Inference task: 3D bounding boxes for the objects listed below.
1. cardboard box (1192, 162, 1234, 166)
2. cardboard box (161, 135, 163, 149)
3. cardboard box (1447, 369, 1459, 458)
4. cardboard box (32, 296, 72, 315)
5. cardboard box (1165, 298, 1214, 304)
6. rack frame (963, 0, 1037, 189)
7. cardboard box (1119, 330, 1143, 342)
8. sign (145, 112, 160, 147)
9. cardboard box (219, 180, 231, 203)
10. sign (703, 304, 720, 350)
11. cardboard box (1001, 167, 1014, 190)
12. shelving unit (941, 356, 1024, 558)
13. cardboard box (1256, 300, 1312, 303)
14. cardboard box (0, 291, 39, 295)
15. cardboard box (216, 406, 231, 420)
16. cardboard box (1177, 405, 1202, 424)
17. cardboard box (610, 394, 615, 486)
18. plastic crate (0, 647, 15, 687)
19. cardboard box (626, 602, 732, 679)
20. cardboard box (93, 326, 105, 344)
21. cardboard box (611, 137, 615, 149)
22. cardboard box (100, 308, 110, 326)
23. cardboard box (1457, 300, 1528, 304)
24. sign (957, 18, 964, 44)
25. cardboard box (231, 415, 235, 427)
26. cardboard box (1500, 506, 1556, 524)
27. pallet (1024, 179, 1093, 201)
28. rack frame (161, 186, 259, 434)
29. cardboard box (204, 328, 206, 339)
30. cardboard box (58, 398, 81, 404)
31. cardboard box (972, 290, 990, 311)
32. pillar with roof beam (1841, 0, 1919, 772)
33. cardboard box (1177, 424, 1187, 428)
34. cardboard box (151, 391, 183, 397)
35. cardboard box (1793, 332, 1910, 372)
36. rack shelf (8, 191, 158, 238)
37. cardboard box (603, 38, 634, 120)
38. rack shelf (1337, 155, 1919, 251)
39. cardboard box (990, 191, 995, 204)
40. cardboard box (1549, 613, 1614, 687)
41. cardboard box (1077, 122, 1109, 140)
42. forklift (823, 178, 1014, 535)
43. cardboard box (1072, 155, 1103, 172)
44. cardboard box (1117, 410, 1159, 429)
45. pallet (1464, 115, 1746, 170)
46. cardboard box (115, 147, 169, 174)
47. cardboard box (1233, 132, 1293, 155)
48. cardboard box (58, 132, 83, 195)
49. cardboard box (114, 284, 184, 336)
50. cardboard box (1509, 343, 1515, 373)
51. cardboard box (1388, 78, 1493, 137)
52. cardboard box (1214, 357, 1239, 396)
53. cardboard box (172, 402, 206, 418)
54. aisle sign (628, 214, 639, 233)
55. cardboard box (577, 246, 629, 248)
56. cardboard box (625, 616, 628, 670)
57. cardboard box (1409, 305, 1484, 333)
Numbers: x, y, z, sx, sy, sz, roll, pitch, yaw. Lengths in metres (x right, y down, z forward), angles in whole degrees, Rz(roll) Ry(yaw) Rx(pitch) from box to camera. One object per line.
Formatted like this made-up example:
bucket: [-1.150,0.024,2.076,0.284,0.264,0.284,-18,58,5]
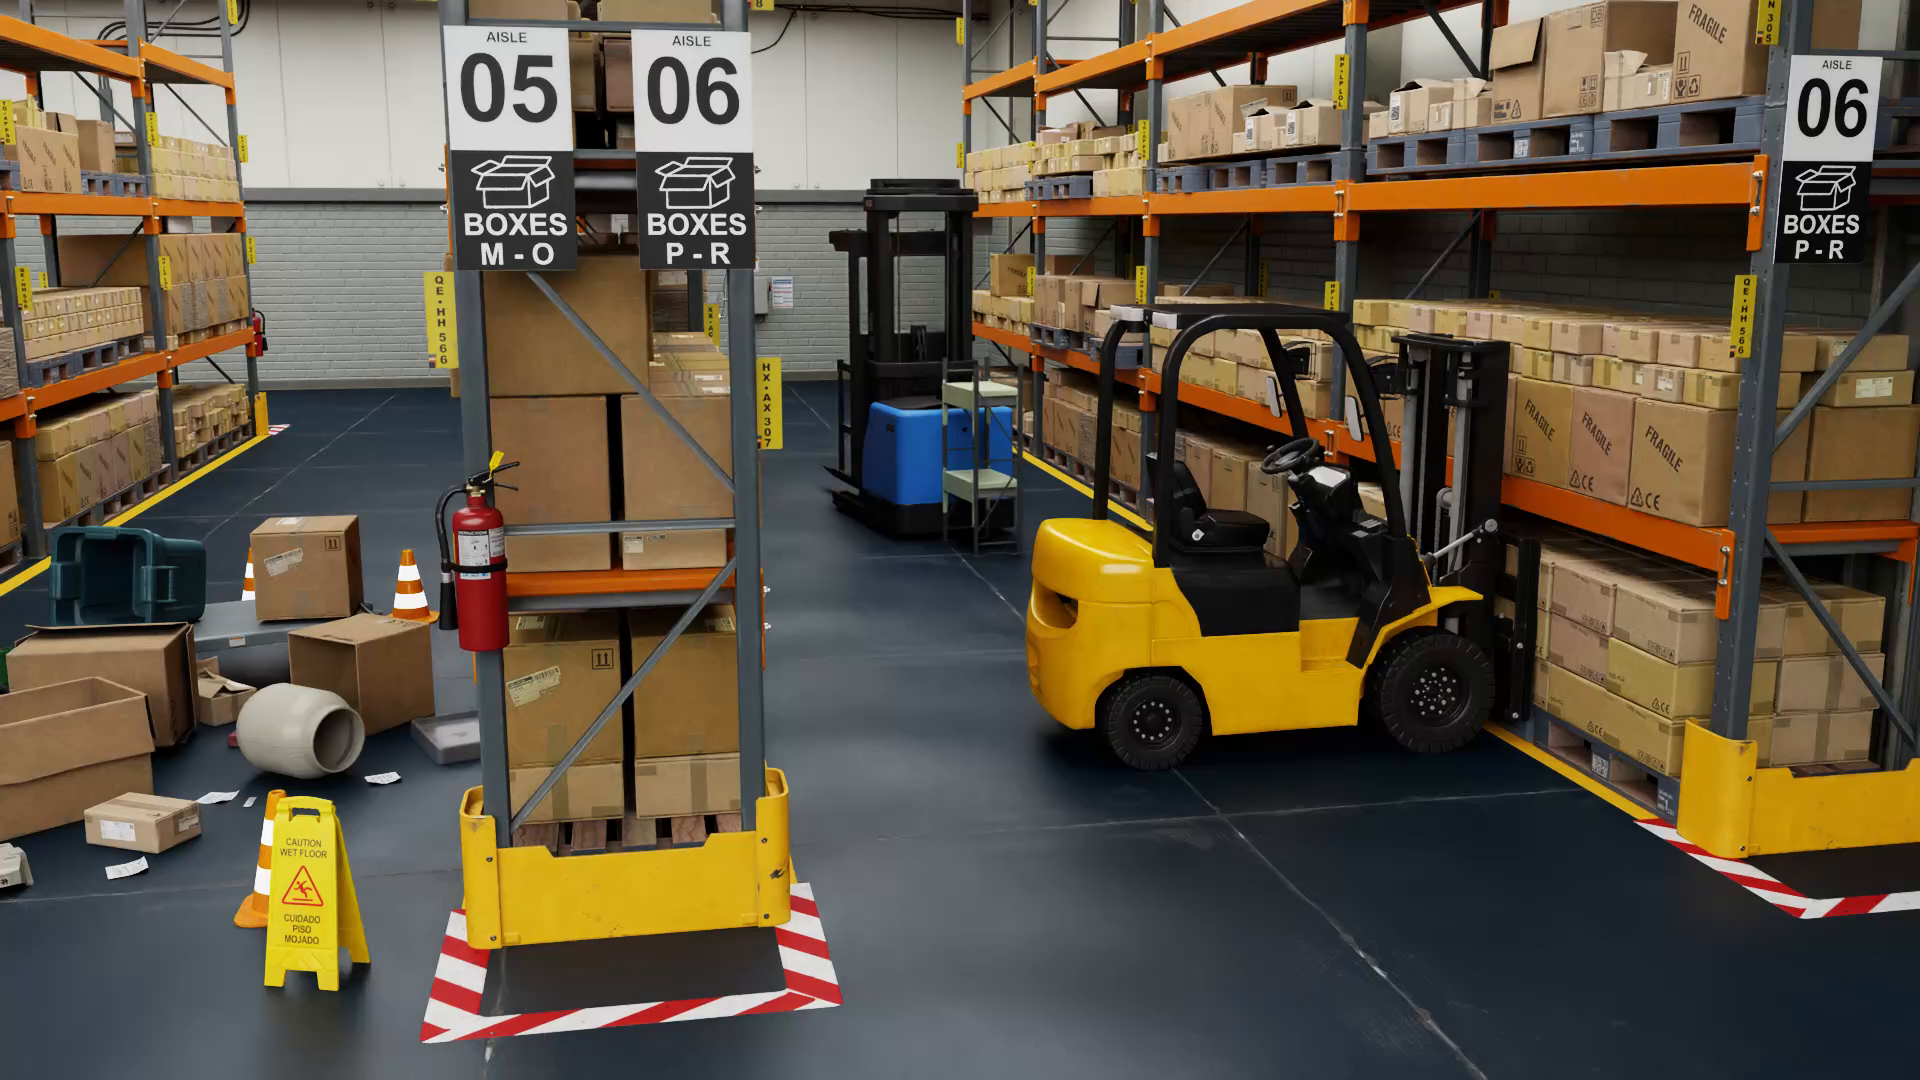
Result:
cardboard box: [2.260,-3.360,14.639,0.380,0.149,0.250,-2,11,-10]
cardboard box: [-8.329,-4.041,16.880,0.380,0.149,0.250,-2,11,-12]
cardboard box: [2.922,-0.725,9.217,0.500,0.500,0.500,-2,11,-12]
cardboard box: [-7.711,-1.968,13.972,0.380,0.149,0.250,-2,11,-8]
cardboard box: [1.923,-1.938,13.854,0.380,0.149,0.250,-2,11,-10]
rack frame: [0.541,-6.103,21.693,1.000,3.000,0.127,-2,11,-11]
cardboard box: [1.592,-1.878,15.089,0.380,0.149,0.250,-2,11,-10]
sign: [-7.842,-3.984,16.148,0.100,0.325,0.005,-2,11,-11]
cardboard box: [-8.709,-4.009,19.114,0.500,0.250,0.500,-2,11,-11]
sign: [-1.463,-1.220,9.768,0.100,0.325,0.005,-2,11,-11]
cardboard box: [0.779,-4.237,19.517,0.500,0.250,0.500,-2,11,-10]
shelving unit: [0.173,-0.676,13.237,0.431,1.500,0.755,-4,11,-19]
cardboard box: [2.626,-1.868,13.485,0.380,0.149,0.250,-2,11,-12]
cardboard box: [-8.606,-2.185,15.109,0.380,0.149,0.250,-2,11,-12]
cardboard box: [-8.565,-1.452,19.007,0.380,0.149,0.250,-2,11,-10]
cardboard box: [2.149,-1.185,15.726,0.380,0.149,0.250,-2,11,-10]
cardboard box: [-1.778,-0.509,7.283,0.500,0.500,0.500,-2,11,-11]
plastic crate: [-5.511,0.762,9.036,0.450,0.188,0.662,-7,8,20]
cardboard box: [-1.212,0.478,7.388,0.500,0.500,0.500,-3,11,-13]
cardboard box: [-7.857,-1.821,14.789,0.380,0.149,0.250,-2,11,-9]
cardboard box: [-1.426,-1.790,7.728,0.380,0.149,0.250,-2,11,-12]
cardboard box: [-7.910,-2.014,15.008,0.380,0.149,0.250,-3,11,-14]
cardboard box: [3.241,-1.374,10.093,0.380,0.149,0.250,-2,11,-13]
sign: [0.008,-6.581,21.494,0.100,0.325,0.005,-2,11,-11]
cardboard box: [-8.740,-1.398,19.519,0.380,0.149,0.250,-2,11,-11]
cardboard box: [3.358,-0.033,9.402,0.500,0.250,0.500,-2,11,-11]
pallet: [1.377,-3.681,17.494,1.213,0.211,1.003,-2,11,-11]
rack frame: [-9.163,-2.776,20.258,1.000,3.000,0.127,-2,11,-11]
cardboard box: [-8.521,-2.270,18.272,0.380,0.149,0.250,-2,11,-9]
cardboard box: [-8.395,-1.146,15.253,0.500,0.250,0.500,-2,11,-9]
cardboard box: [0.365,-3.135,21.751,0.500,0.250,0.500,-2,11,-11]
pillar with roof beam: [0.178,-3.172,6.296,9.100,9.000,0.400,-2,11,-11]
cardboard box: [2.213,-0.845,15.675,0.500,0.500,0.500,-2,11,-11]
cardboard box: [-9.170,-1.626,19.127,0.380,0.149,0.250,-3,11,-14]
cardboard box: [3.797,-0.804,7.103,0.380,0.149,0.250,-2,11,-12]
rack shelf: [-7.996,-2.796,14.264,1.077,0.370,4.000,-2,11,-11]
cardboard box: [-1.052,-1.688,6.125,0.500,0.250,0.500,-2,11,-12]
rack shelf: [3.264,-1.708,8.550,1.077,0.370,4.000,-2,11,-11]
cardboard box: [0.577,-4.154,20.149,0.380,0.149,0.250,-2,11,-11]
cardboard box: [3.164,0.507,7.902,0.500,0.250,0.500,-2,11,-12]
cardboard box: [1.445,-4.324,17.745,0.396,0.266,0.258,-2,11,-12]
forklift: [-0.520,-1.712,14.855,1.130,2.935,3.031,-4,11,-19]
cardboard box: [1.311,-3.677,16.253,0.380,0.149,0.250,-2,11,-10]
cardboard box: [1.669,-1.116,15.363,0.380,0.149,0.250,-3,11,-14]
pallet: [3.300,-2.006,8.428,1.003,0.211,1.213,-2,11,-11]
cardboard box: [-8.244,-3.785,16.600,0.500,0.250,0.500,-2,11,-9]
cardboard box: [2.213,-2.892,12.130,0.380,0.149,0.250,-2,11,-12]
cardboard box: [-7.664,-3.129,13.822,0.500,0.500,0.500,-2,11,-11]
cardboard box: [-8.235,-2.338,16.892,0.500,0.500,0.500,-2,11,-12]
cardboard box: [2.960,-0.970,8.769,0.380,0.149,0.250,-2,11,-12]
cardboard box: [2.797,-2.478,9.521,0.500,0.311,0.500,-2,11,-10]
cardboard box: [2.242,-1.243,12.604,0.500,0.250,0.500,-2,11,-9]
cardboard box: [-8.385,-1.405,17.966,0.380,0.149,0.250,-2,11,-10]
aisle sign: [-4.037,-4.276,21.187,0.394,0.787,0.004,-2,11,-11]
cardboard box: [-1.972,-1.184,8.157,0.700,0.500,0.500,-2,11,-12]
cardboard box: [-2.029,0.586,8.824,0.500,0.250,0.500,-1,11,-8]
cardboard box: [2.793,-1.257,9.482,0.380,0.149,0.250,-2,11,-10]
